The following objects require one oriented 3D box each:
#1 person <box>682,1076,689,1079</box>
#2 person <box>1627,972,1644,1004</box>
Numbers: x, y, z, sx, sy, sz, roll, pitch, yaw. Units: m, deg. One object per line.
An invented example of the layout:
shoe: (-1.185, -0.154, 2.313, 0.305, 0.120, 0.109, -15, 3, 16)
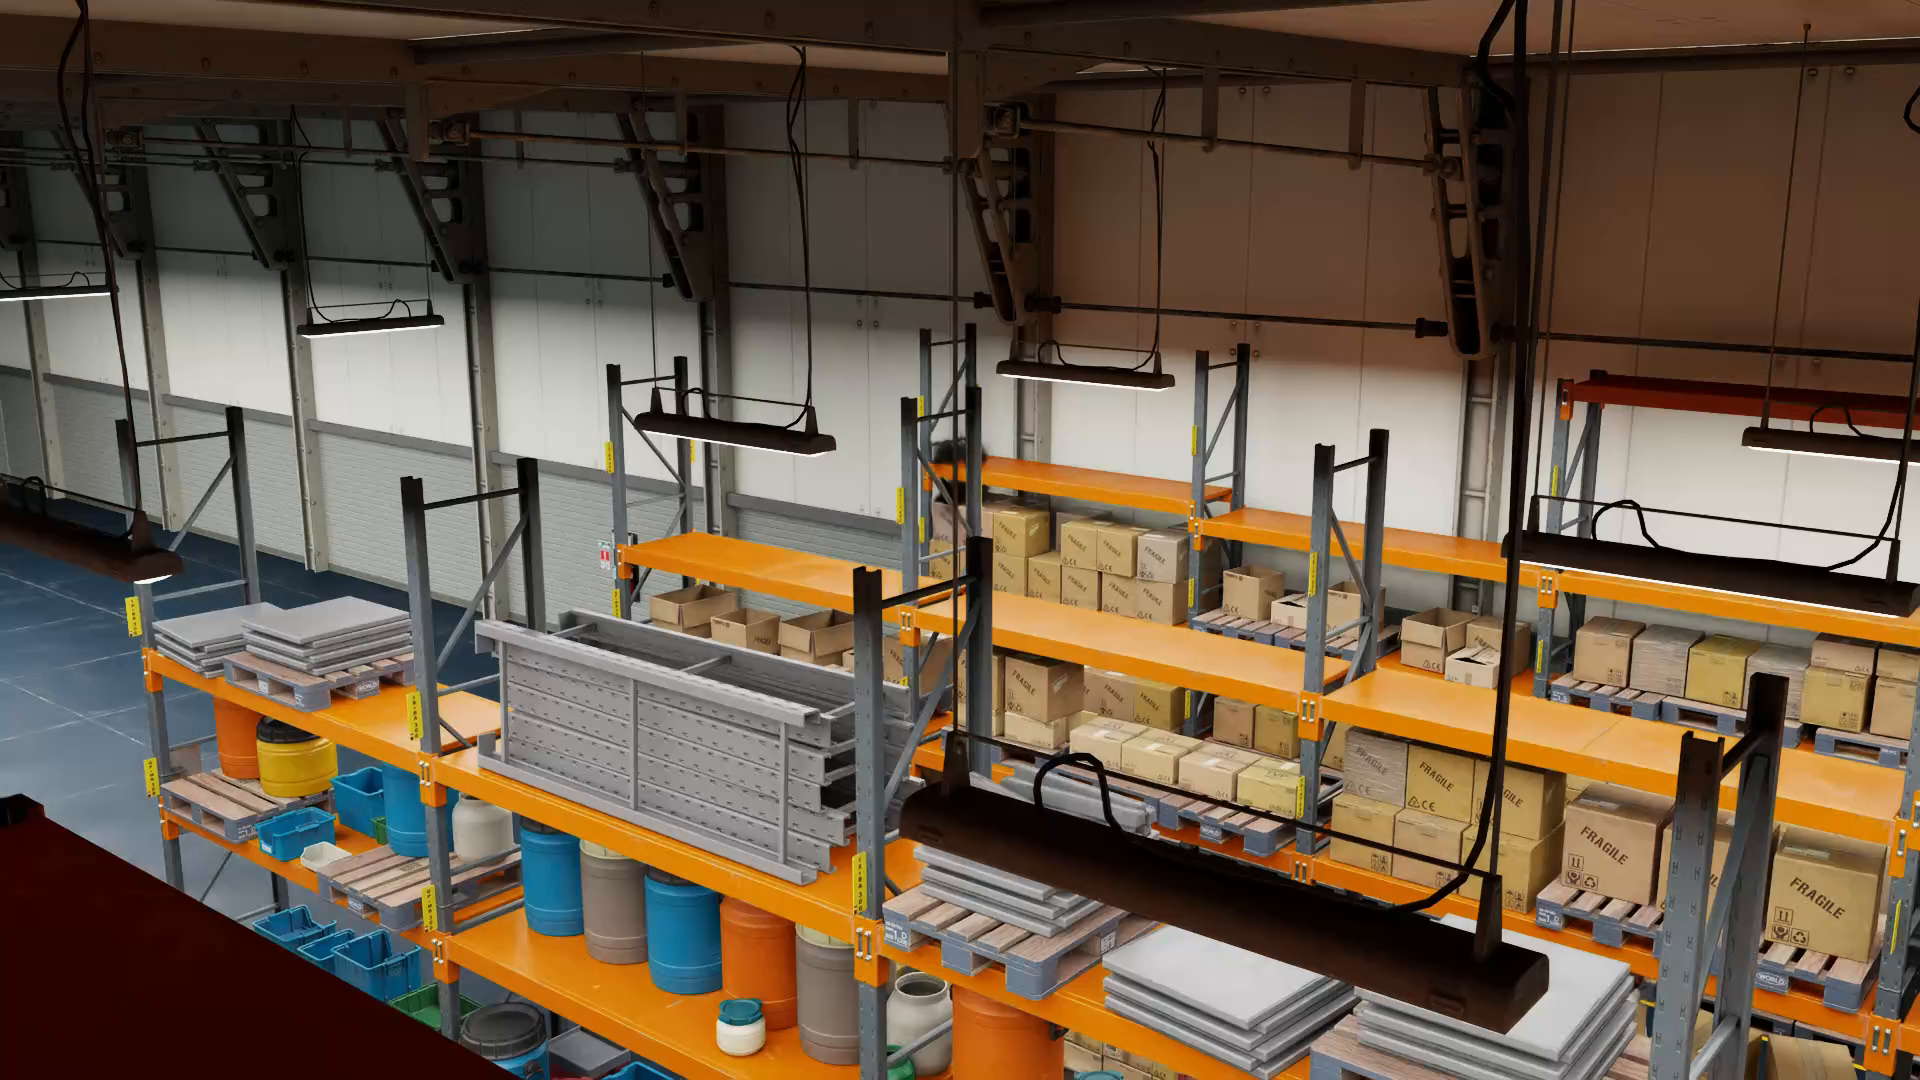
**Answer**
person: (-2.186, 4.164, 13.768, 0.895, 1.732, 0.645, 10, 16, 36)
person: (5.442, 4.236, 13.880, 0.570, 1.561, 0.521, 9, 15, 35)
